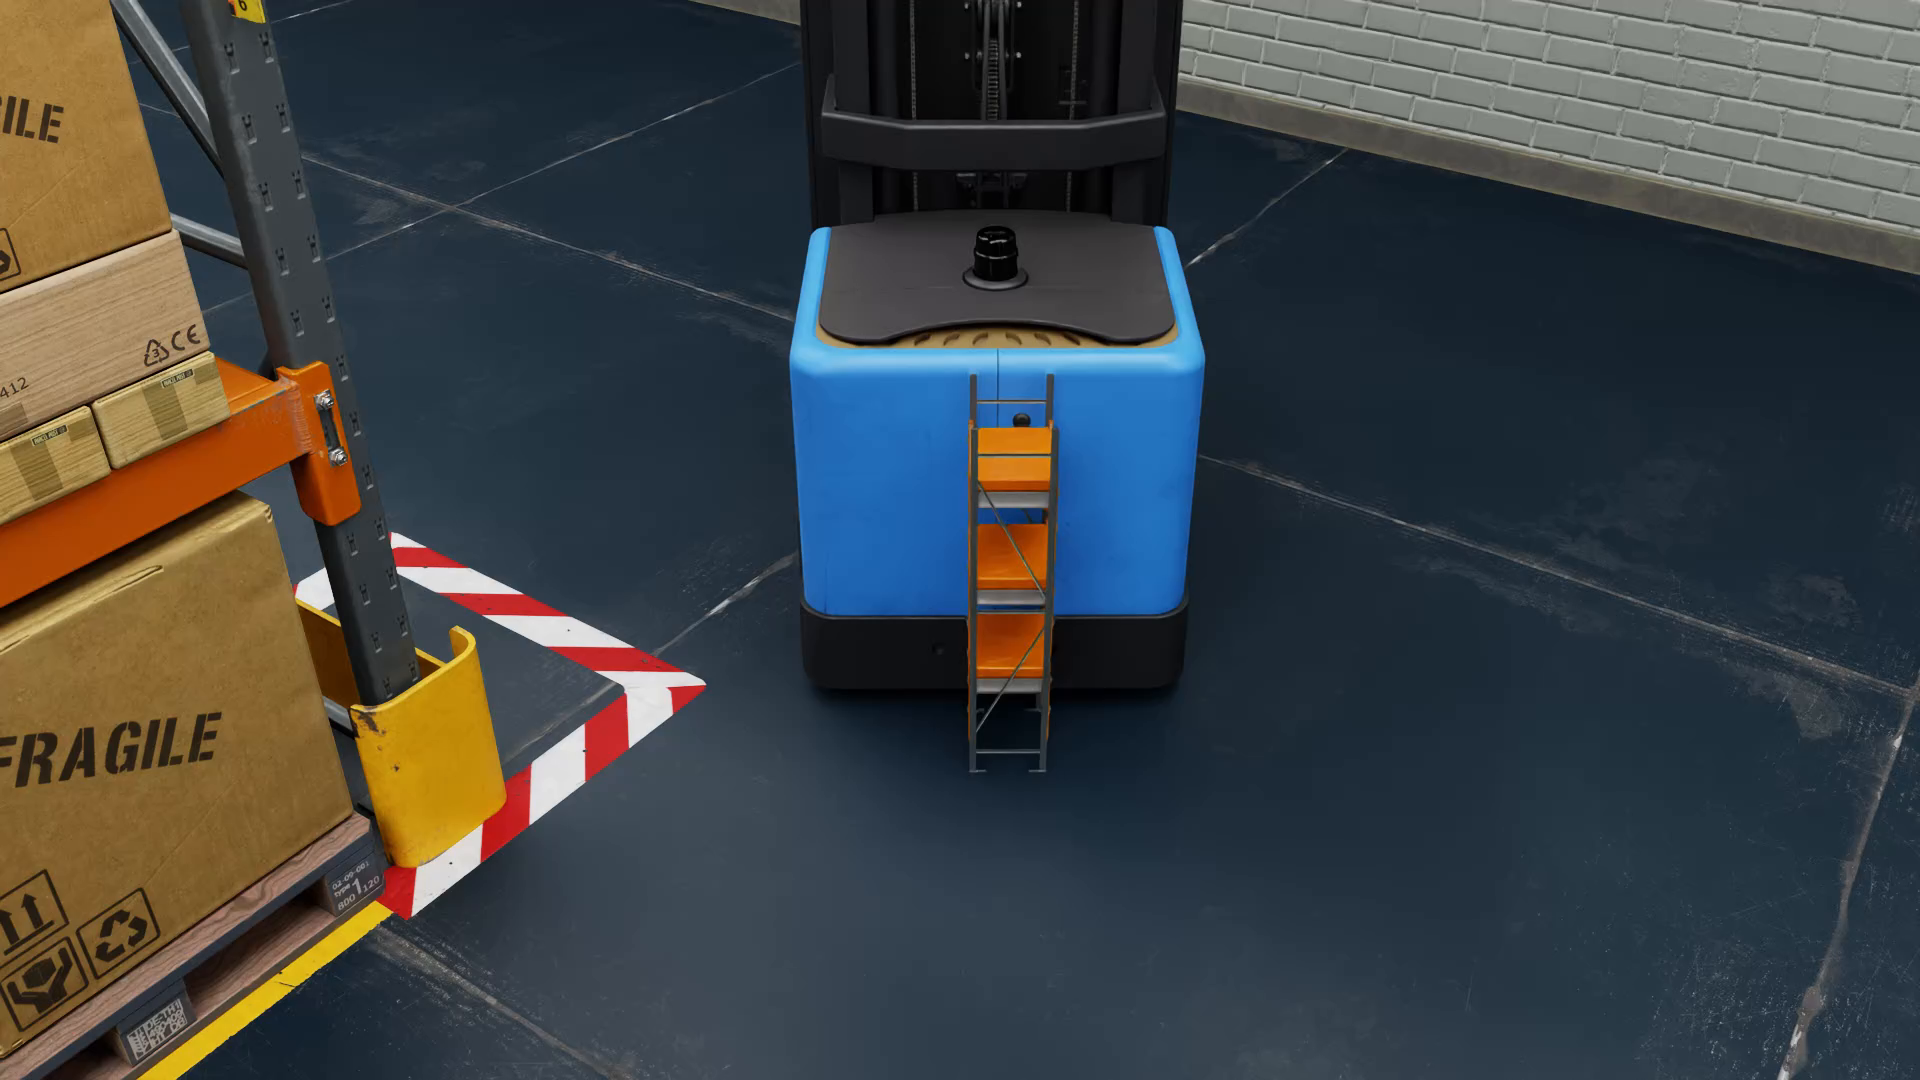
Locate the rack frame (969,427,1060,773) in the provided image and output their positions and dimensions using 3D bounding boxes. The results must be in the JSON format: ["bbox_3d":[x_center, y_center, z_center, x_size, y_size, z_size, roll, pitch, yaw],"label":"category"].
[{"bbox_3d":[0.125,0.177,4.050,0.200,1.050,0.008,0,35,0],"label":"rack frame"}]

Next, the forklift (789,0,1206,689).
[{"bbox_3d":[0.088,-1.598,4.997,1.130,2.935,3.031,0,34,0],"label":"forklift"}]

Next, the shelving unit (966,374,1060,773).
[{"bbox_3d":[0.124,0.107,4.150,0.215,1.050,0.252,0,35,0],"label":"shelving unit"}]

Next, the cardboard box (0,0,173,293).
[{"bbox_3d":[-1.791,-0.744,2.871,0.500,0.500,0.500,22,40,29],"label":"cardboard box"}]

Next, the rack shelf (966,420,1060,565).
[{"bbox_3d":[0.124,-0.116,3.993,0.215,0.259,0.240,0,35,0],"label":"rack shelf"}]

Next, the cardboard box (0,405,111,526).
[{"bbox_3d":[-1.808,-0.187,3.073,0.380,0.149,0.250,22,40,29],"label":"cardboard box"}]

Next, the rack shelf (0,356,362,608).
[{"bbox_3d":[-2.869,0.538,2.419,1.077,0.370,4.000,21,39,28],"label":"rack shelf"}]

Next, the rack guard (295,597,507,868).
[{"bbox_3d":[-1.715,0.344,4.295,1.175,0.500,0.348,21,39,28],"label":"rack guard"}]

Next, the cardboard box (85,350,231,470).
[{"bbox_3d":[-1.661,-0.307,3.251,0.380,0.149,0.250,22,40,29],"label":"cardboard box"}]

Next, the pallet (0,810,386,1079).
[{"bbox_3d":[-2.120,0.868,3.778,1.003,0.211,1.213,21,39,28],"label":"pallet"}]

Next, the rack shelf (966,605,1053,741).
[{"bbox_3d":[0.124,0.344,4.316,0.215,0.259,0.240,0,35,0],"label":"rack shelf"}]

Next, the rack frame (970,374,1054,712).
[{"bbox_3d":[0.124,0.037,4.250,0.200,1.050,0.008,0,35,0],"label":"rack frame"}]

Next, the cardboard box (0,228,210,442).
[{"bbox_3d":[-1.787,-0.434,3.082,0.500,0.250,0.500,21,39,27],"label":"cardboard box"}]

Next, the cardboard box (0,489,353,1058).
[{"bbox_3d":[-2.028,0.346,3.583,0.875,0.875,0.875,21,39,28],"label":"cardboard box"}]

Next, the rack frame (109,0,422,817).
[{"bbox_3d":[-1.729,-0.680,3.578,1.000,3.000,0.127,21,39,28],"label":"rack frame"}]

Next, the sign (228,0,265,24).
[{"bbox_3d":[-1.291,-1.078,2.922,0.100,0.325,0.005,21,39,28],"label":"sign"}]

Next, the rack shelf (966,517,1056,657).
[{"bbox_3d":[0.124,0.116,4.156,0.215,0.259,0.240,0,35,0],"label":"rack shelf"}]
